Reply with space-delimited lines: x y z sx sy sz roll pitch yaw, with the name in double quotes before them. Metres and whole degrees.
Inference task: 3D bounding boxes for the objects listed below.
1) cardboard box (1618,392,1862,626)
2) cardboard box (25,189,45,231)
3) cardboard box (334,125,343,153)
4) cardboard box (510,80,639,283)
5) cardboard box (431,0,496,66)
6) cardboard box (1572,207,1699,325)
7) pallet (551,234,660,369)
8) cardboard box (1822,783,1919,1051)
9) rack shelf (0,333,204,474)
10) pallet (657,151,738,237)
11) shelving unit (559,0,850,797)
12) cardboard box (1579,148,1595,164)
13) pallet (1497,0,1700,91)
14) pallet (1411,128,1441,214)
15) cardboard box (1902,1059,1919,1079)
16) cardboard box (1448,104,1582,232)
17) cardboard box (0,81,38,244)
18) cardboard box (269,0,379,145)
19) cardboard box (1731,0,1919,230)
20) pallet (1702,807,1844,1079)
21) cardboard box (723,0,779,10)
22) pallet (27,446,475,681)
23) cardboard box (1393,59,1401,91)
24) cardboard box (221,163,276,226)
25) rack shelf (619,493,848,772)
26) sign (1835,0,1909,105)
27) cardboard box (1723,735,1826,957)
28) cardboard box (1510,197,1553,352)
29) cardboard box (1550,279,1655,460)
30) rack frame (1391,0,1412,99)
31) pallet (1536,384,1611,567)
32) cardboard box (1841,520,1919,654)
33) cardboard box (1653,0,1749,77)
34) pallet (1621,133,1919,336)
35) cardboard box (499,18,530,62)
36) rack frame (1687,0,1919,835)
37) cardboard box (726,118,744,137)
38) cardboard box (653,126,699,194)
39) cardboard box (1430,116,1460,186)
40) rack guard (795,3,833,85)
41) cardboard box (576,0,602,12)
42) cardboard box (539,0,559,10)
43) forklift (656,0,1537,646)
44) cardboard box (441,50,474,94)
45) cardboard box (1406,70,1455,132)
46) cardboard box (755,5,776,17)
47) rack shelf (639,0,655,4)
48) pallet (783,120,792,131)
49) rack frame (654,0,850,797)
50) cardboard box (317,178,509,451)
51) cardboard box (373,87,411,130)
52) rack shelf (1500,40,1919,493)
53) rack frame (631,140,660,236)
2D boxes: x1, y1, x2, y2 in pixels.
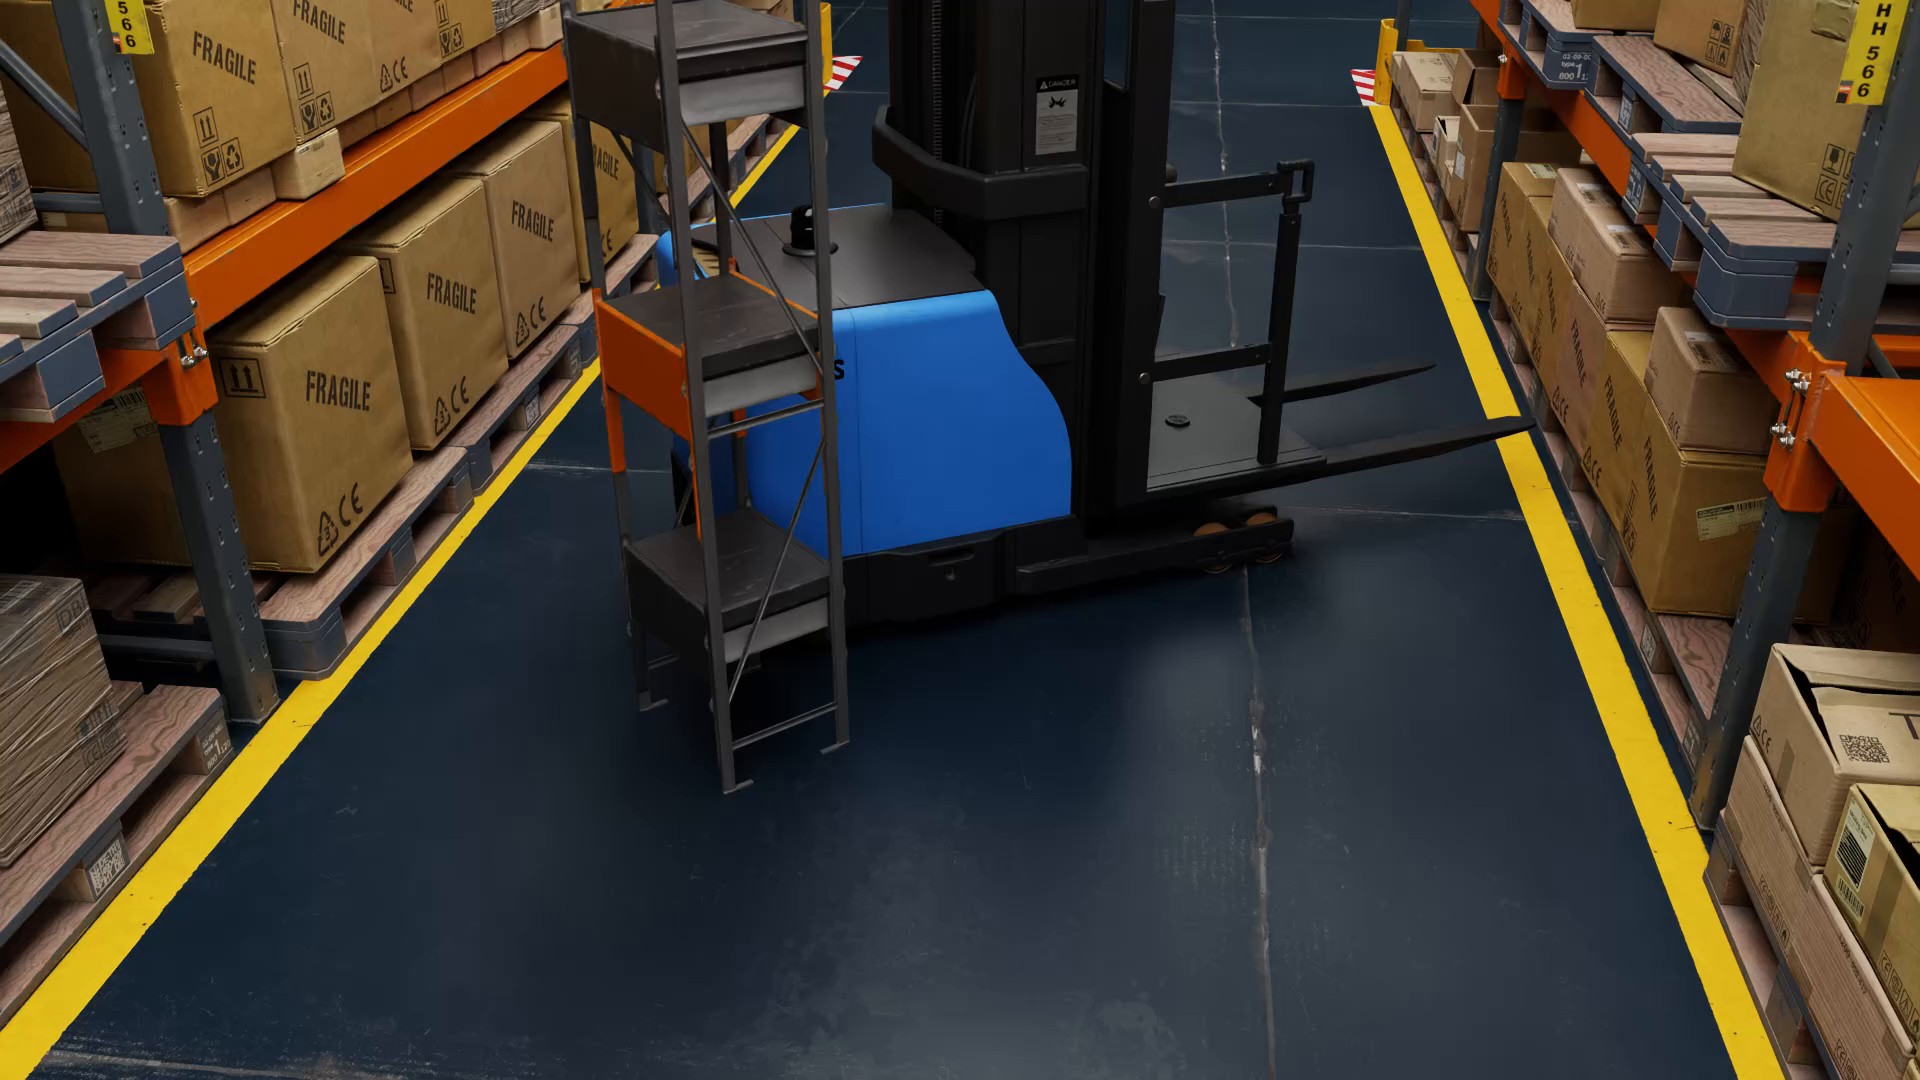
"cardboard box" 2.311 -0.103 4.951 0.500 0.500 0.500 4 29 8
"cardboard box" -2.702 -0.909 4.518 0.380 0.149 0.250 4 29 7
"cardboard box" -2.153 -1.246 5.144 0.380 0.149 0.250 3 28 6
"cardboard box" -1.948 -1.650 7.474 0.750 0.750 0.750 4 29 7
"cardboard box" -1.983 -1.965 5.795 0.500 0.500 0.500 4 29 8
"cardboard box" 2.435 -0.942 5.717 0.500 0.250 0.500 3 28 5
"pallet" -2.017 -1.130 7.625 1.003 0.211 1.213 3 28 6
"cardboard box" 2.018 0.700 3.154 0.500 0.311 0.500 3 28 5
"rack shelf" -2.733 0.416 2.574 1.077 0.370 4.000 3 28 6
"pallet" -1.827 -1.851 8.963 1.003 0.211 1.213 3 28 6
"shelving unit" -0.622 -0.386 4.252 0.431 2.100 0.503 -20 34 -32
"cardboard box" 3.282 -1.978 8.783 0.380 0.166 0.250 3 28 6
"pallet" 2.713 -1.985 6.474 1.003 0.211 1.213 3 28 6
"pallet" 3.151 -2.111 9.445 1.003 0.211 1.213 3 28 6
"cardboard box" 1.955 1.180 2.852 0.500 0.250 0.500 3 28 5
"cardboard box" 2.708 -1.817 8.132 0.500 0.500 0.500 3 28 6
"cardboard box" -2.535 -0.858 3.611 0.700 0.500 0.500 0 28 0
"cardboard box" -2.101 -1.486 4.906 0.500 0.500 0.500 4 29 8
"cardboard box" 2.395 -1.088 4.059 0.700 0.500 0.500 -6 29 -11
"pallet" 2.290 1.057 3.566 1.003 0.211 1.213 3 28 6
"cardboard box" -1.359 -3.451 10.503 0.380 0.149 0.250 4 29 8
"pallet" -2.316 0.018 5.493 1.003 0.211 1.213 3 28 6
"cardboard box" 2.986 -2.974 10.630 0.380 0.166 0.250 3 28 6
"cardboard box" -2.178 -1.000 4.688 0.380 0.149 0.250 4 29 7
"rack shelf" -0.621 0.242 4.591 0.431 0.518 0.480 -20 34 -32
"sign" 1.890 -1.058 3.415 0.100 0.325 0.005 3 28 6
"cardboard box" 2.074 0.699 3.747 0.500 0.250 0.500 3 28 6
"cardboard box" 2.564 -1.067 6.740 0.500 0.500 0.500 4 29 7
"cardboard box" 2.433 -0.594 5.862 0.500 0.500 0.500 2 28 4
"rack frame" 3.409 -4.322 10.610 1.000 3.000 0.127 3 28 6
"pallet" 2.710 -0.251 5.993 1.003 0.211 1.213 3 28 6
"cardboard box" 2.769 0.153 4.475 0.500 0.500 0.500 5 29 8
"cardboard box" 2.764 -1.833 5.441 0.700 0.500 0.500 -4 29 -7
"pallet" 2.443 -0.795 4.265 1.213 0.211 1.003 3 28 6
"cardboard box" -1.912 -1.970 6.487 0.380 0.149 0.250 3 28 6
"rack frame" 2.429 -0.556 3.620 1.000 3.000 0.127 3 28 6
"cardboard box" -1.674 -2.634 9.668 0.700 0.500 0.500 4 29 7
"cardboard box" -1.804 -2.156 8.782 0.700 0.500 0.500 4 29 7
"cardboard box" 2.800 -2.087 8.832 0.500 0.311 0.500 3 28 6
"rack guard" -1.504 -3.519 11.755 1.175 0.500 0.348 3 28 6
"cardboard box" -1.765 -2.328 7.152 0.380 0.149 0.250 4 29 7
"cardboard box" -1.857 -2.436 6.670 0.500 0.500 0.500 4 29 7
"forklift" 0.579 -1.400 5.258 3.031 2.935 1.130 -11 30 -19
"cardboard box" -2.001 -1.728 6.039 0.380 0.149 0.250 4 29 8
"cardboard box" 2.939 -2.595 9.840 0.500 0.250 0.500 3 28 6
"cardboard box" -1.555 -3.122 10.575 0.700 0.500 0.500 3 28 6
"rack shelf" -1.752 -3.350 9.564 1.077 0.370 4.000 3 28 6
"pallet" -1.528 -3.000 11.095 1.003 0.211 1.213 3 28 6
"rack frame" -0.476 -0.293 4.079 0.400 2.100 0.015 -20 34 -32
"cardboard box" -2.154 -0.831 5.954 0.750 0.750 0.750 3 28 6
"cardboard box" -2.087 -1.489 5.596 0.380 0.149 0.250 4 29 7
"rack shelf" 2.674 -1.181 5.538 1.077 0.370 4.000 3 28 6
"rack frame" -1.997 -2.725 7.646 1.000 3.000 0.127 3 28 6
